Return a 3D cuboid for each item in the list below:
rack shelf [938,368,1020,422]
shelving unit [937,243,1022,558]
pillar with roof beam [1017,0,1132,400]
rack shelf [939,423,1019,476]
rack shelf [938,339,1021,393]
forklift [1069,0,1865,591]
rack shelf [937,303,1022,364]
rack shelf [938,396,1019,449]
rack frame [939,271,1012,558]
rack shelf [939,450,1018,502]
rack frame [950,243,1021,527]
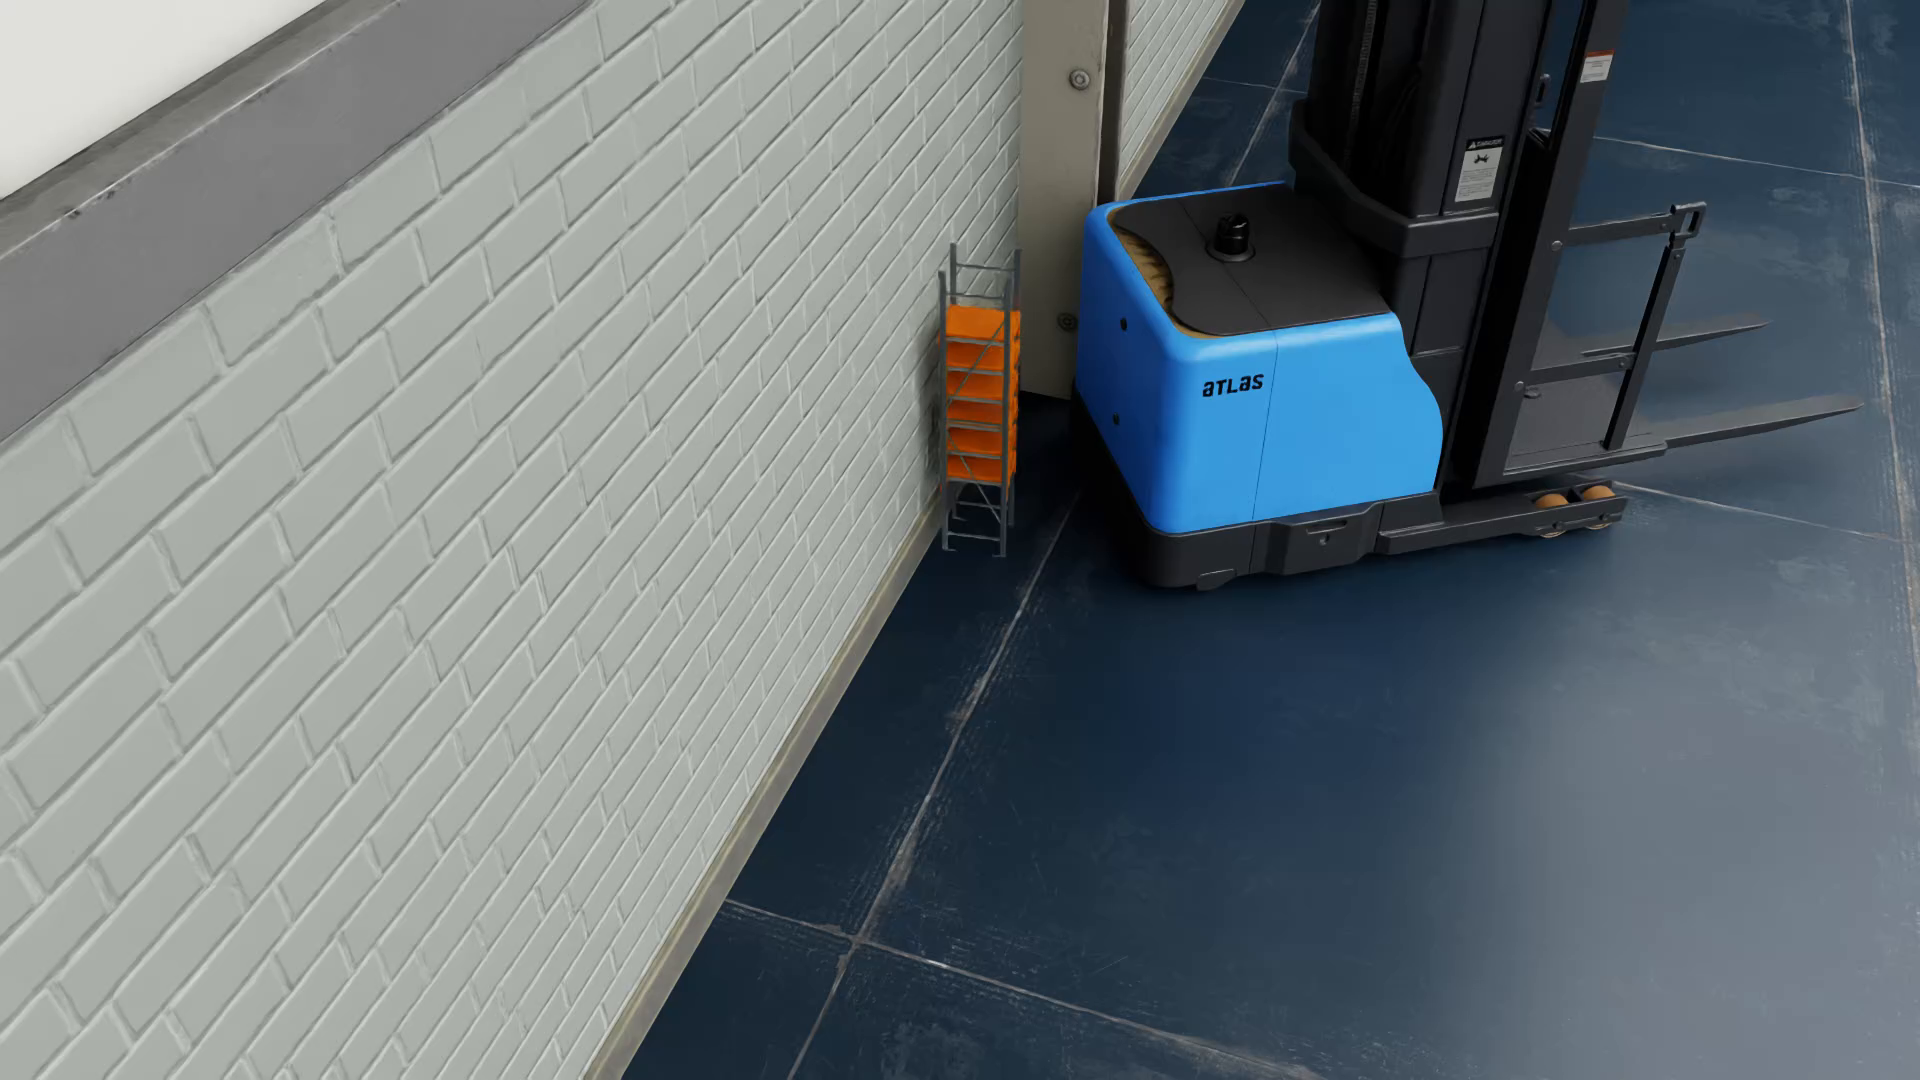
[{"bbox_3d":[0.068,-0.522,5.821,0.258,0.103,0.180,7,41,8],"label":"rack shelf"},{"bbox_3d":[0.068,-0.465,5.870,0.258,1.200,0.189,7,41,8],"label":"shelving unit"},{"bbox_3d":[4.476,-3.195,3.062,9.100,9.000,0.400,13,42,15],"label":"pillar with roof beam"},{"bbox_3d":[0.068,-0.340,5.977,0.258,0.103,0.180,7,41,8],"label":"rack shelf"},{"bbox_3d":[0.068,-0.614,5.743,0.258,0.103,0.180,7,41,8],"label":"rack shelf"},{"bbox_3d":[2.010,-1.448,5.689,3.031,2.935,1.130,-9,41,-11],"label":"forklift"},{"bbox_3d":[0.068,-0.705,5.665,0.258,0.103,0.180,7,41,8],"label":"rack shelf"},{"bbox_3d":[0.068,-0.431,5.899,0.258,0.103,0.180,7,41,8],"label":"rack shelf"},{"bbox_3d":[0.050,-0.407,5.802,0.240,1.200,0.006,7,41,8],"label":"rack frame"},{"bbox_3d":[0.068,-0.249,6.055,0.258,0.103,0.180,7,41,8],"label":"rack shelf"},{"bbox_3d":[0.085,-0.523,5.939,0.240,1.200,0.006,7,41,8],"label":"rack frame"}]
